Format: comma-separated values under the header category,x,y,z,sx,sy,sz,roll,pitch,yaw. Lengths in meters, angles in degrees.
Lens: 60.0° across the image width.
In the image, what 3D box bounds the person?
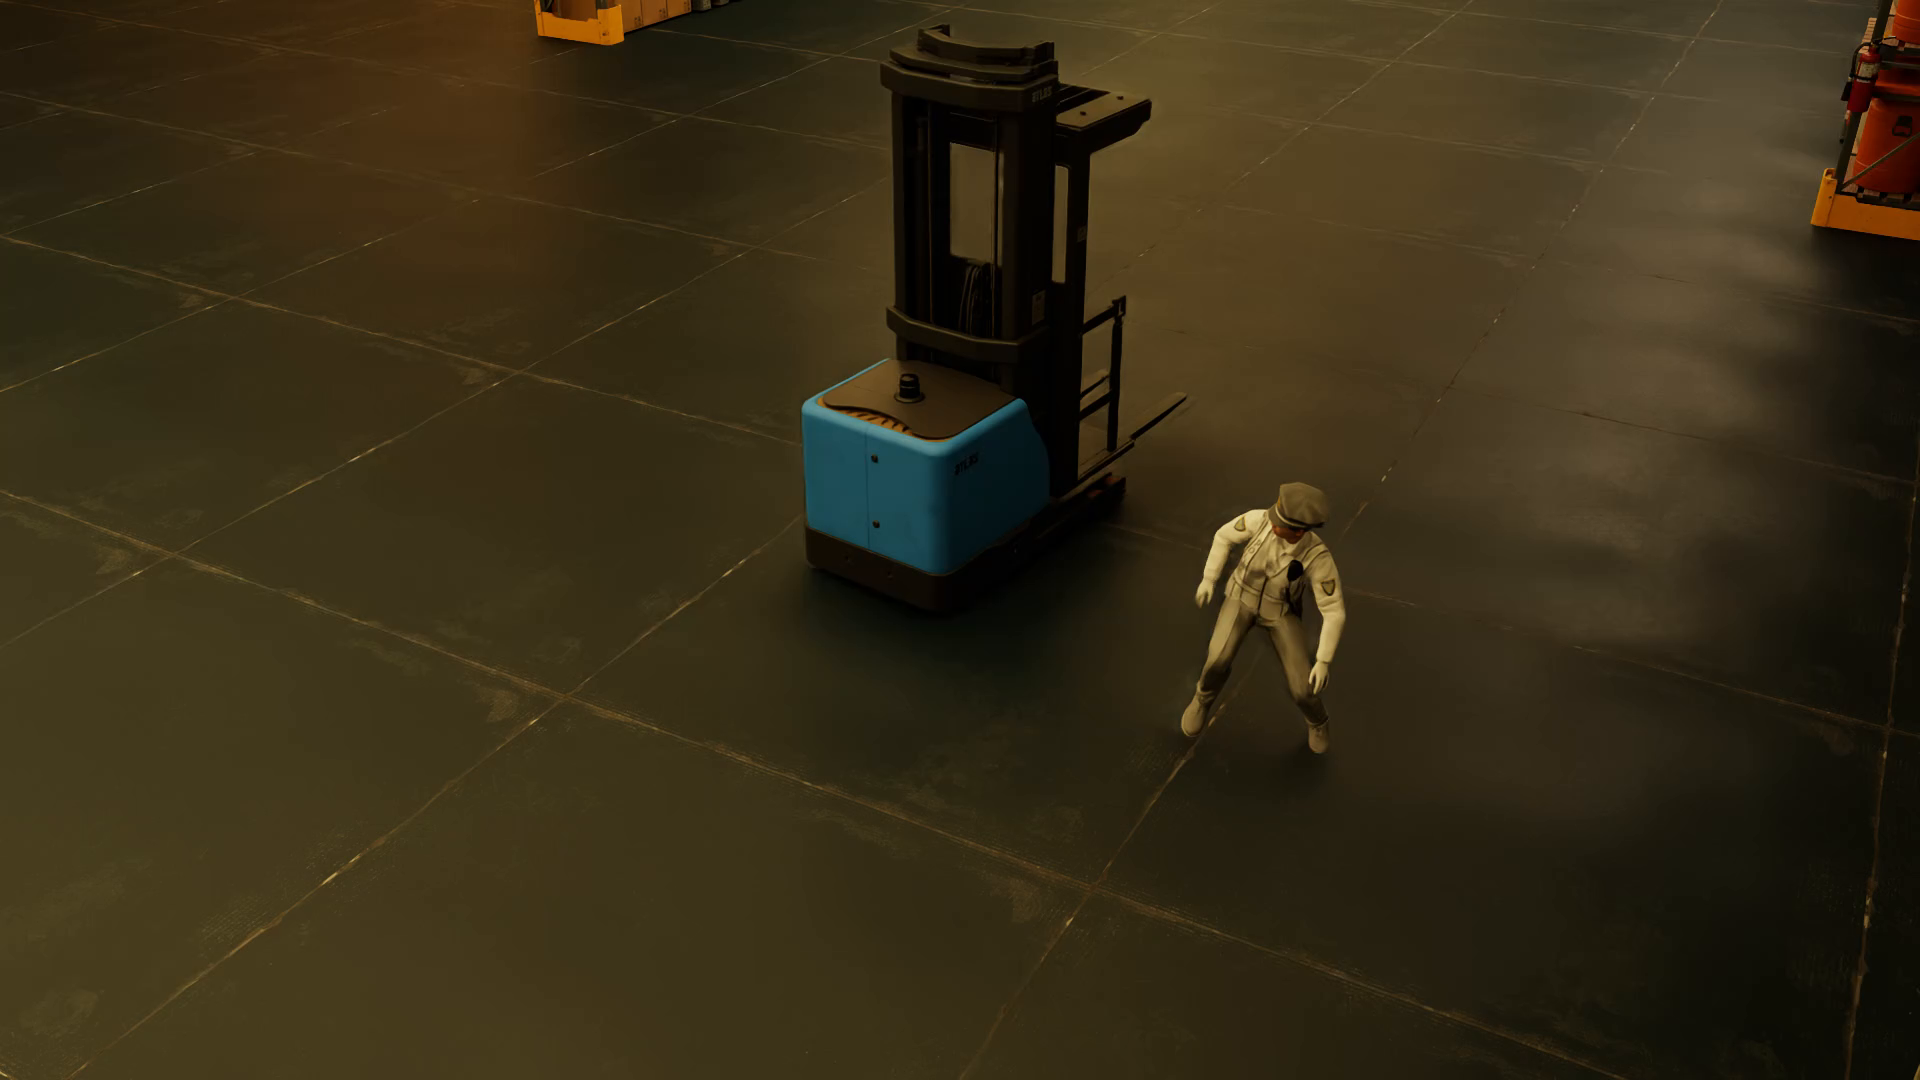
category,x,y,z,sx,sy,sz,roll,pitch,yaw
person,1.480,0.372,7.971,0.744,1.456,0.624,9,31,15

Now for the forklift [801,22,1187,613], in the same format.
category,x,y,z,sx,sy,sz,roll,pitch,yaw
forklift,0.378,-1.550,9.757,1.130,2.935,3.031,20,36,31
